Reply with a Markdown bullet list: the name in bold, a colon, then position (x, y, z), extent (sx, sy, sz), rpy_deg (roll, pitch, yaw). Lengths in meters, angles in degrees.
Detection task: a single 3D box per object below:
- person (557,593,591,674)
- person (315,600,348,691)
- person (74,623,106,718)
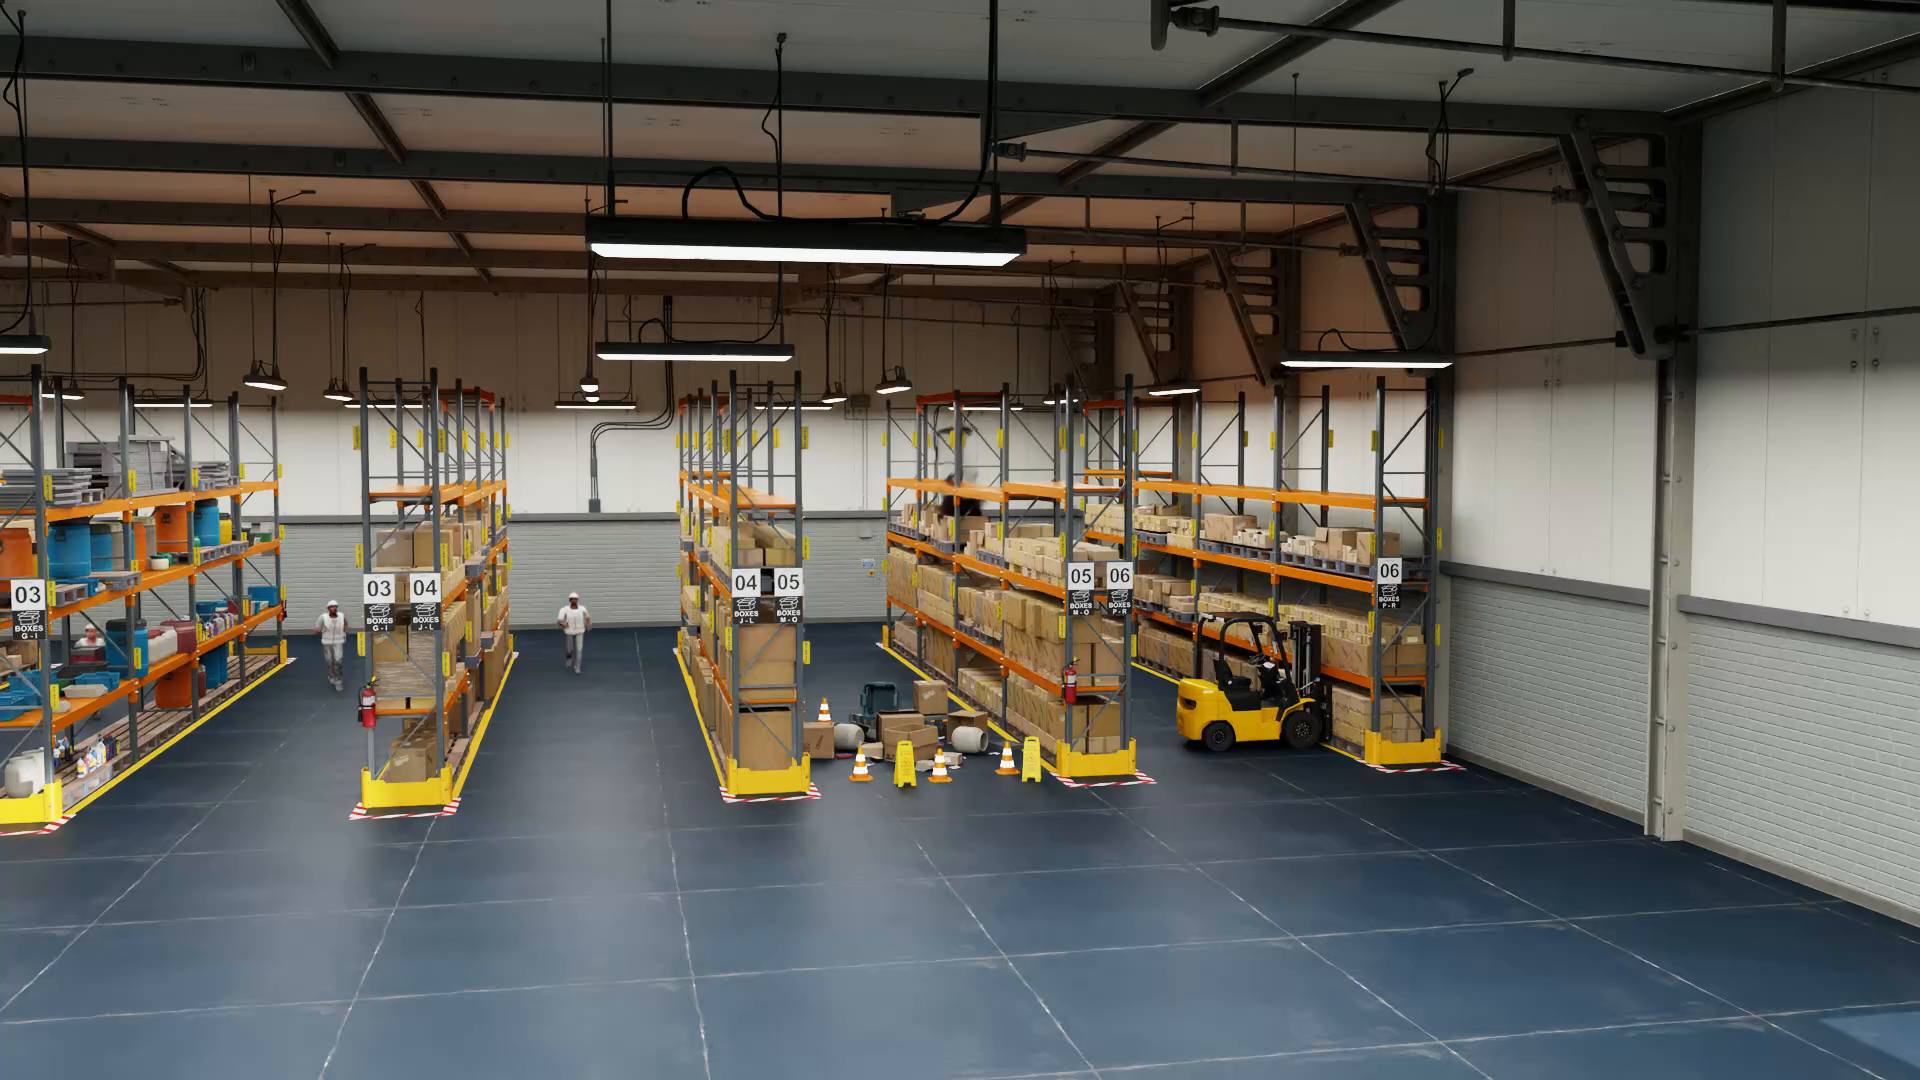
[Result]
- **person**: position (-8.315, 2.005, 35.876), extent (0.712, 1.733, 0.791), rpy_deg (-1, 4, -20)
- **person**: position (-12.658, 2.132, 33.513), extent (0.645, 1.851, 0.779), rpy_deg (-1, 4, -24)
- **person**: position (-15.586, 2.358, 29.814), extent (0.670, 1.732, 0.633), rpy_deg (-1, 4, -20)
